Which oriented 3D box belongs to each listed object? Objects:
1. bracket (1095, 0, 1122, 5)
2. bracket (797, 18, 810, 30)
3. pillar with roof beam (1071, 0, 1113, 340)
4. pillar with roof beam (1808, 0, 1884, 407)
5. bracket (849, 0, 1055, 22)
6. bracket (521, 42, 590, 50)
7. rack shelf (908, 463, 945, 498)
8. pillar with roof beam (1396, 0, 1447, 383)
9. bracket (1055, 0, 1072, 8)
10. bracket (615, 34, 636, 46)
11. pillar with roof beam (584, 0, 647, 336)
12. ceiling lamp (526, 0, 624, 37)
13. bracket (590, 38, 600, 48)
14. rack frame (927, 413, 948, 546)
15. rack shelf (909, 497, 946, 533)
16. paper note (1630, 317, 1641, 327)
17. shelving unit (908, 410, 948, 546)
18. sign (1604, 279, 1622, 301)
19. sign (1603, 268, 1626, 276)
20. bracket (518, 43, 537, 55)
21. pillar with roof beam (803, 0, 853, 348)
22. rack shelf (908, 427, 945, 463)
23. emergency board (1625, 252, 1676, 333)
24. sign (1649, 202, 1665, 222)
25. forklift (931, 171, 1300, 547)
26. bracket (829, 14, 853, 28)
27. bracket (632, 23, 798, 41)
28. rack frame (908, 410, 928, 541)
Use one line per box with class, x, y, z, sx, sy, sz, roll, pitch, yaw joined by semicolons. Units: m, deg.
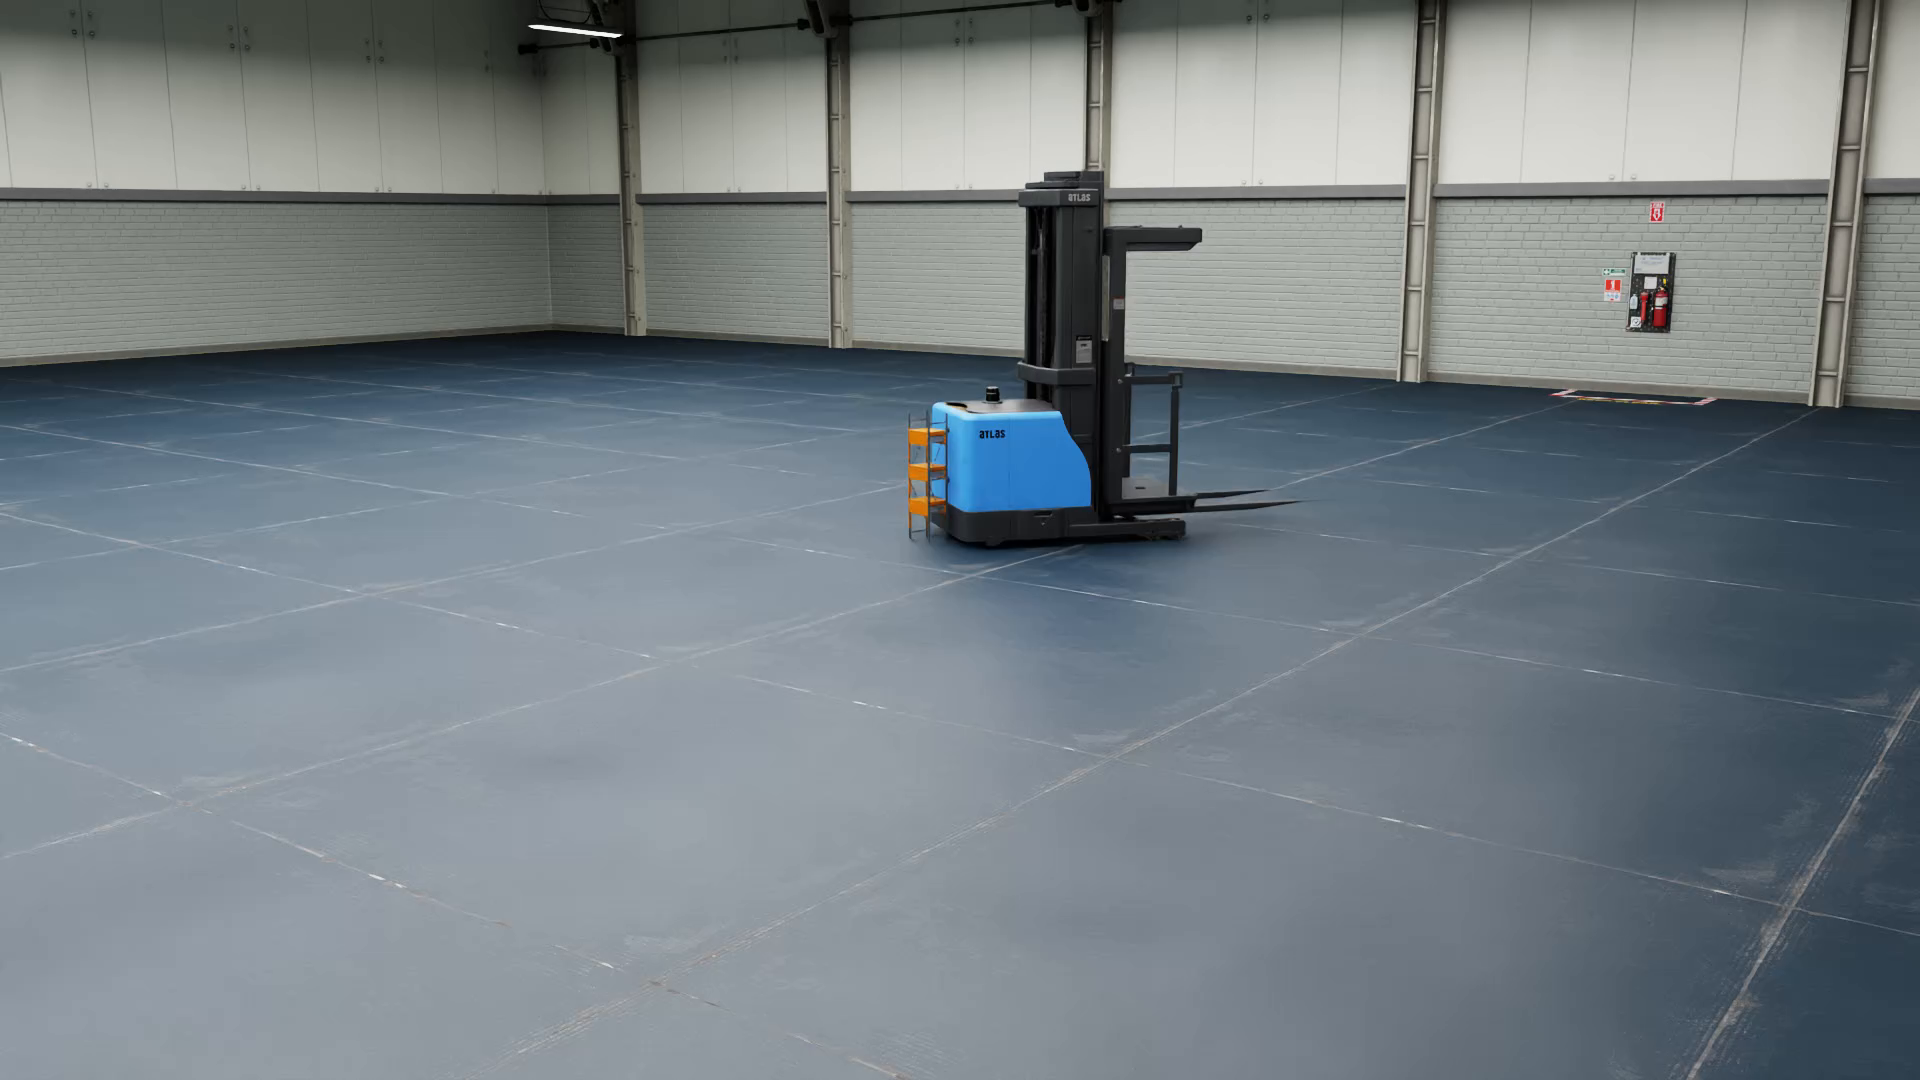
bracket;2.549;-9.312;28.495;0.430;0.232;0.235;8;13;36
bracket;-2.956;-10.080;32.464;0.430;0.232;0.235;8;13;36
pillar with roof beam;-0.123;-6.987;25.952;0.548;9.000;9.100;8;13;36
pillar with roof beam;9.549;-5.638;18.978;0.400;9.000;9.100;8;13;36
bracket;-0.210;-9.697;30.484;4.783;0.066;0.076;8;13;36
bracket;-9.226;-10.954;36.985;3.189;0.066;0.076;8;13;36
rack shelf;-0.256;-0.489;13.351;0.215;0.259;0.240;-9;14;-39
pillar with roof beam;4.713;-6.312;22.465;0.400;9.000;9.100;8;13;36
bracket;1.880;-9.405;28.977;0.430;0.232;0.235;8;13;36
bracket;-7.123;-10.661;35.468;0.430;0.232;0.235;8;13;36
pillar with roof beam;-9.796;-8.336;32.926;0.548;9.000;9.100;8;13;36
ceiling lamp;-7.069;-10.667;29.607;0.800;3.185;2.000;8;13;36
bracket;-7.792;-10.754;35.951;0.430;0.232;0.235;8;13;36
rack frame;-0.178;-0.482;13.257;0.200;1.050;0.008;-9;14;-39
rack shelf;-0.256;-0.216;13.403;0.215;0.259;0.240;-9;14;-39
paper note;10.026;-3.233;24.662;0.142;0.148;0.016;8;13;36
shelving unit;-0.256;-0.500;13.349;0.215;1.050;0.252;-9;14;-39
sign;9.743;-3.730;24.821;0.234;0.329;0.001;8;13;36
sign;9.741;-3.989;24.761;0.331;0.109;0.001;8;13;36
bracket;-9.702;-11.021;37.328;0.430;0.232;0.235;8;13;36
pillar with roof beam;-4.959;-7.661;29.439;0.548;9.000;9.100;8;13;36
rack shelf;-0.256;-0.768;13.297;0.215;0.259;0.240;-9;14;-39
emergency board;10.128;-3.635;24.421;0.643;1.169;0.194;8;13;36
sign;10.180;-4.789;24.284;0.199;0.298;0.001;8;13;36
forklift;1.332;-1.524;13.693;3.031;2.935;1.130;-3;11;-17
bracket;-2.287;-9.986;31.981;0.430;0.232;0.235;8;13;36
bracket;-5.046;-10.371;33.971;4.783;0.066;0.076;8;13;36
rack frame;-0.335;-0.517;13.440;0.200;1.050;0.008;-9;14;-39
